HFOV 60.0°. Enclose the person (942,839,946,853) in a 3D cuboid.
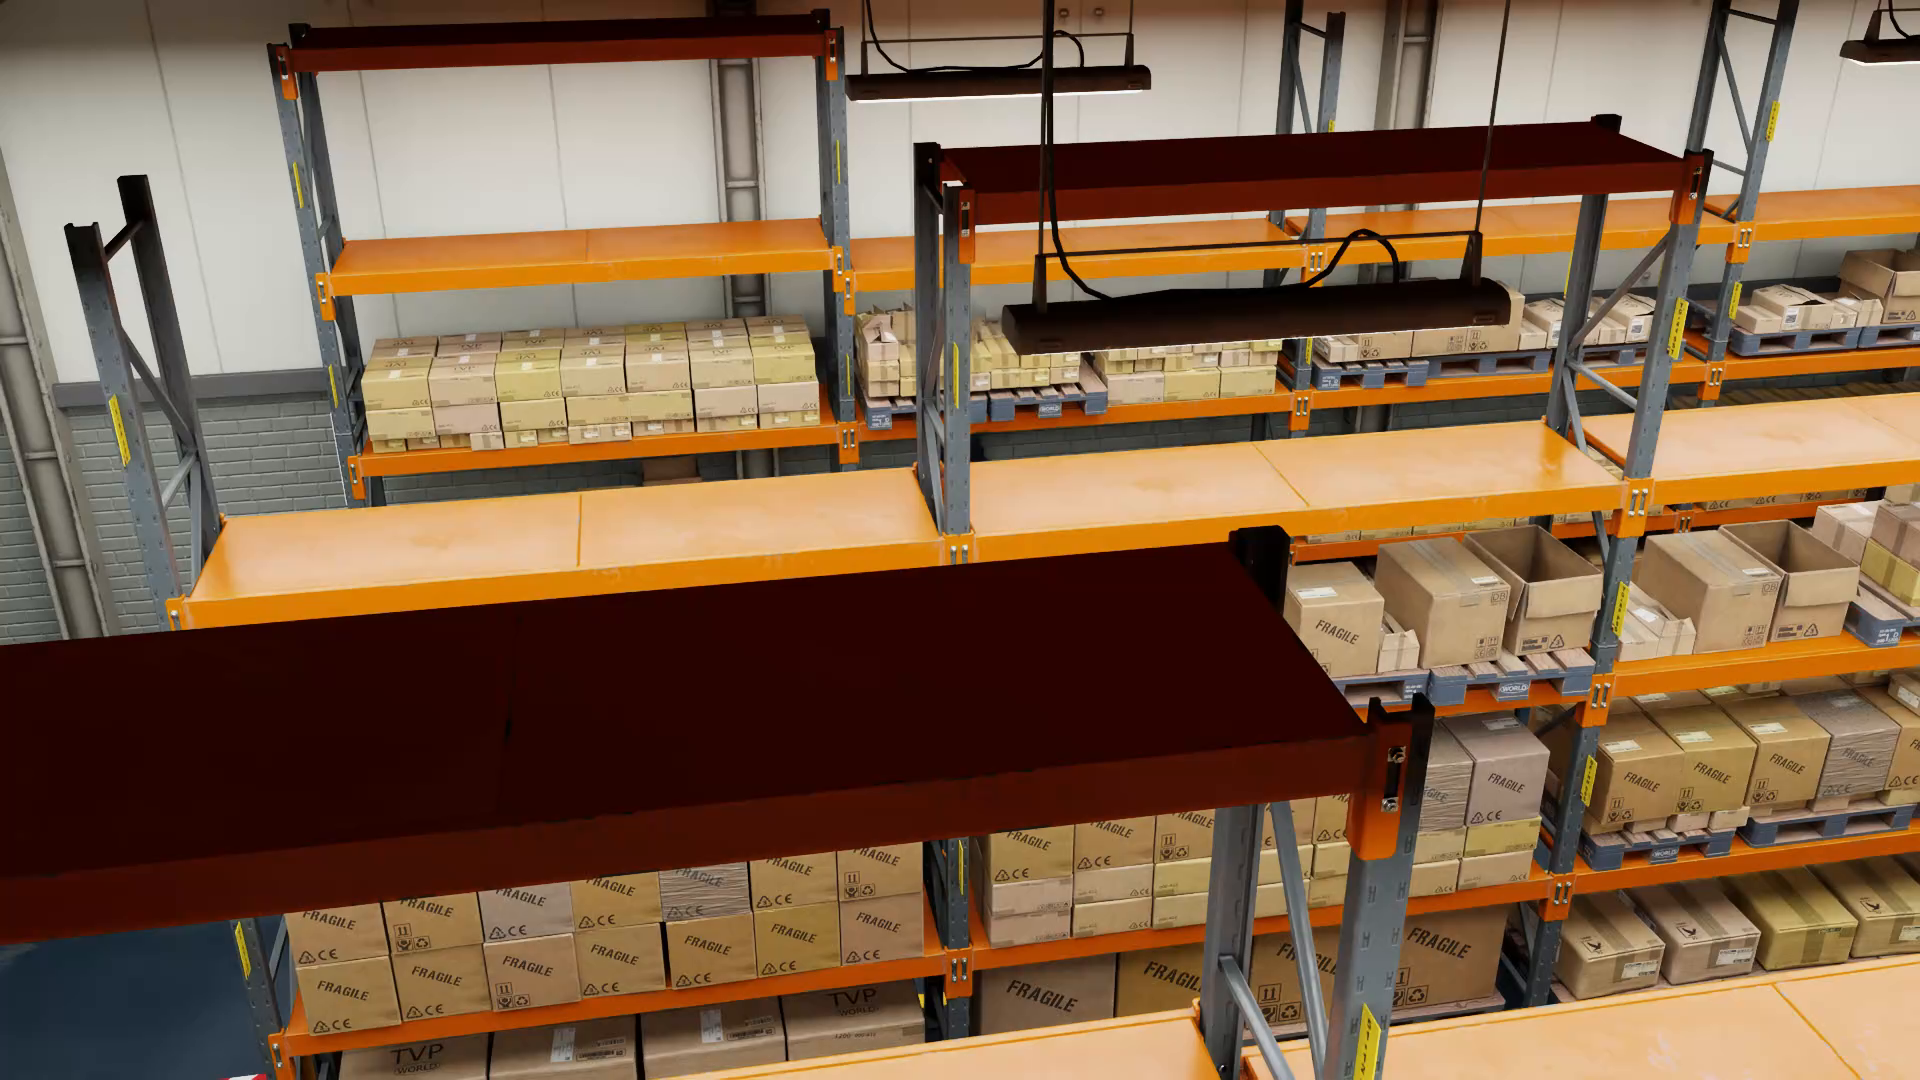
[{"bbox_3d":[0.058,1.710,12.193,0.837,1.672,0.580,-7,27,-15],"label":"person"}]
